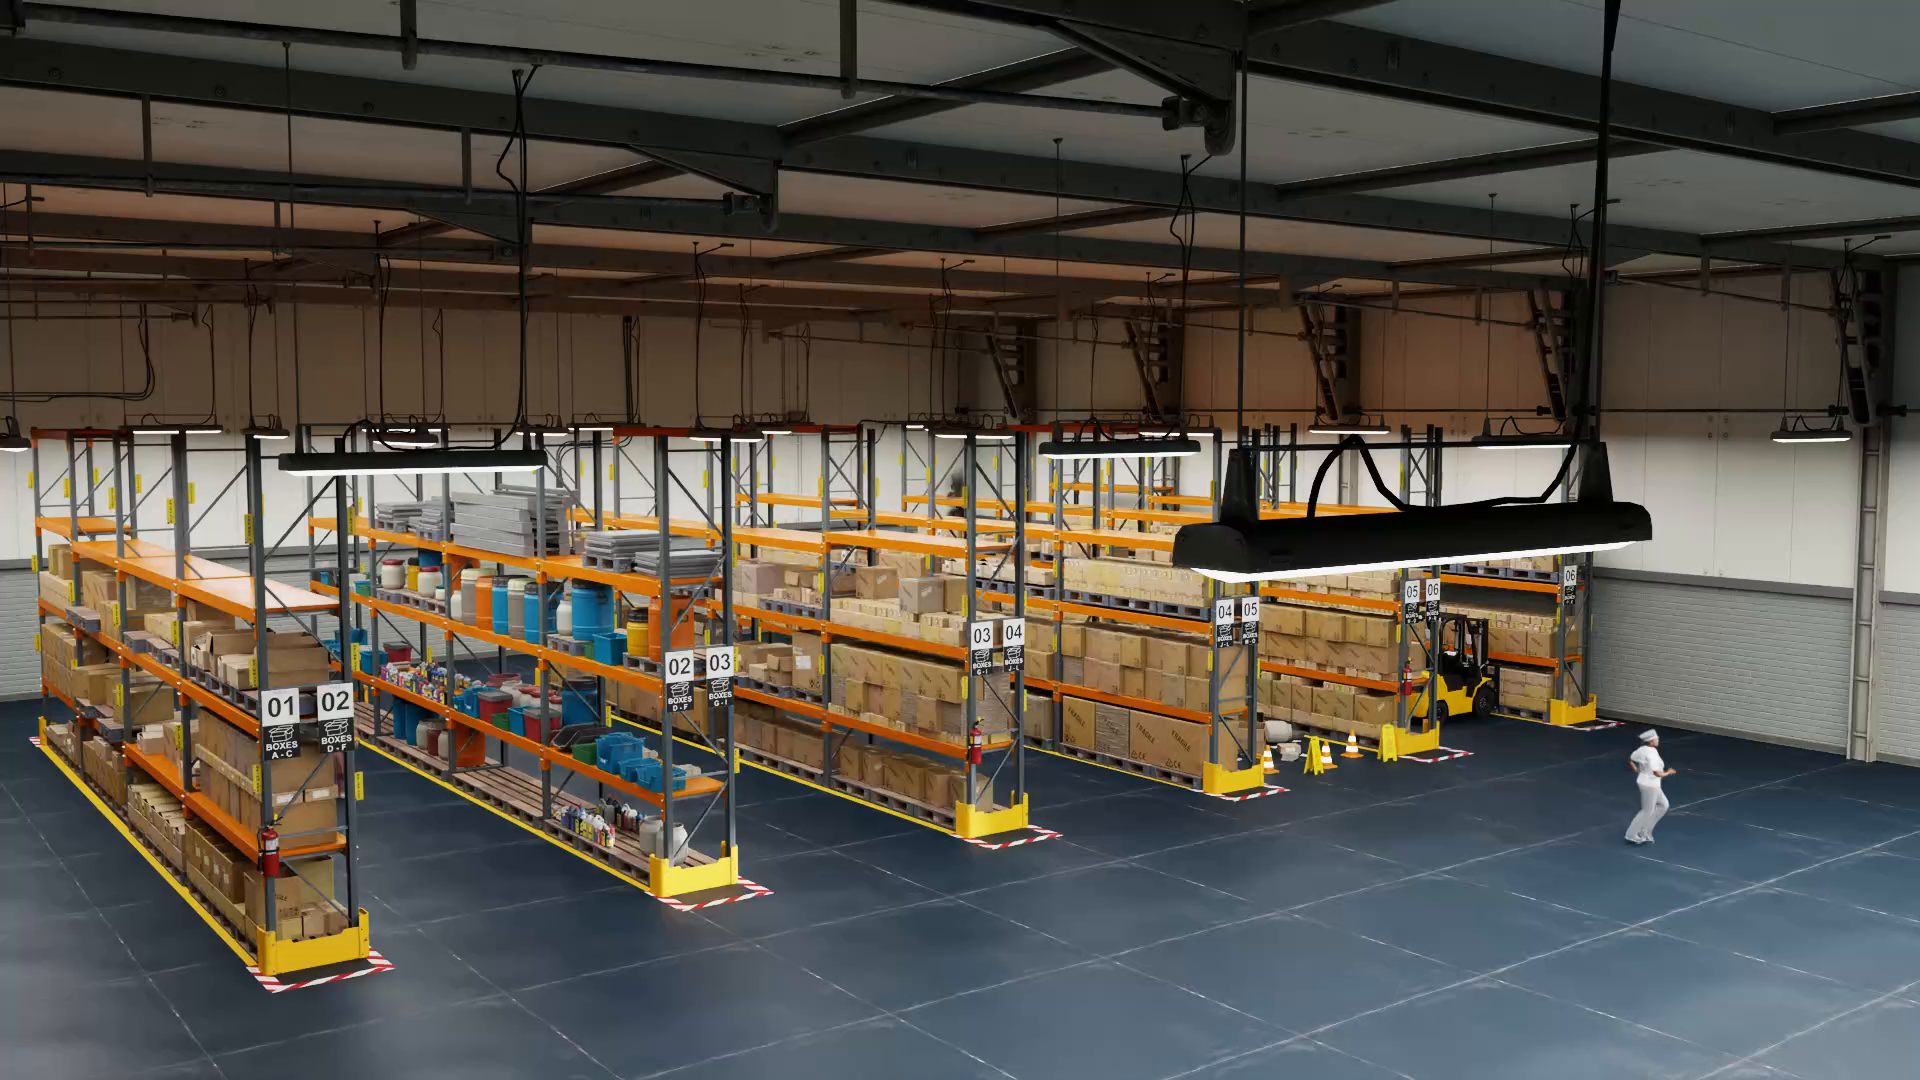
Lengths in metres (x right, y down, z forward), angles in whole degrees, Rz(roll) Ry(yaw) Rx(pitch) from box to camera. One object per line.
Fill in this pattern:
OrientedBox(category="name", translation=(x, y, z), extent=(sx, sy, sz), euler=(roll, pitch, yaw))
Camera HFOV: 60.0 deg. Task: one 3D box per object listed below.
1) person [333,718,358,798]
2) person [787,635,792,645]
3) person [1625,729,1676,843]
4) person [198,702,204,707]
OrientedBox(category="person", translation=(-10.029, 3.402, 27.021), extent=(0.577, 1.619, 0.567), euler=(4, 6, 41))
OrientedBox(category="person", translation=(-4.313, 2.133, 42.749), extent=(0.575, 1.682, 0.677), euler=(-3, 5, -34))
OrientedBox(category="person", translation=(10.056, 3.589, 24.195), extent=(0.673, 1.706, 0.544), euler=(1, 5, 11))
OrientedBox(category="person", translation=(-14.163, 2.999, 31.322), extent=(0.928, 1.815, 0.756), euler=(4, 6, 41))
